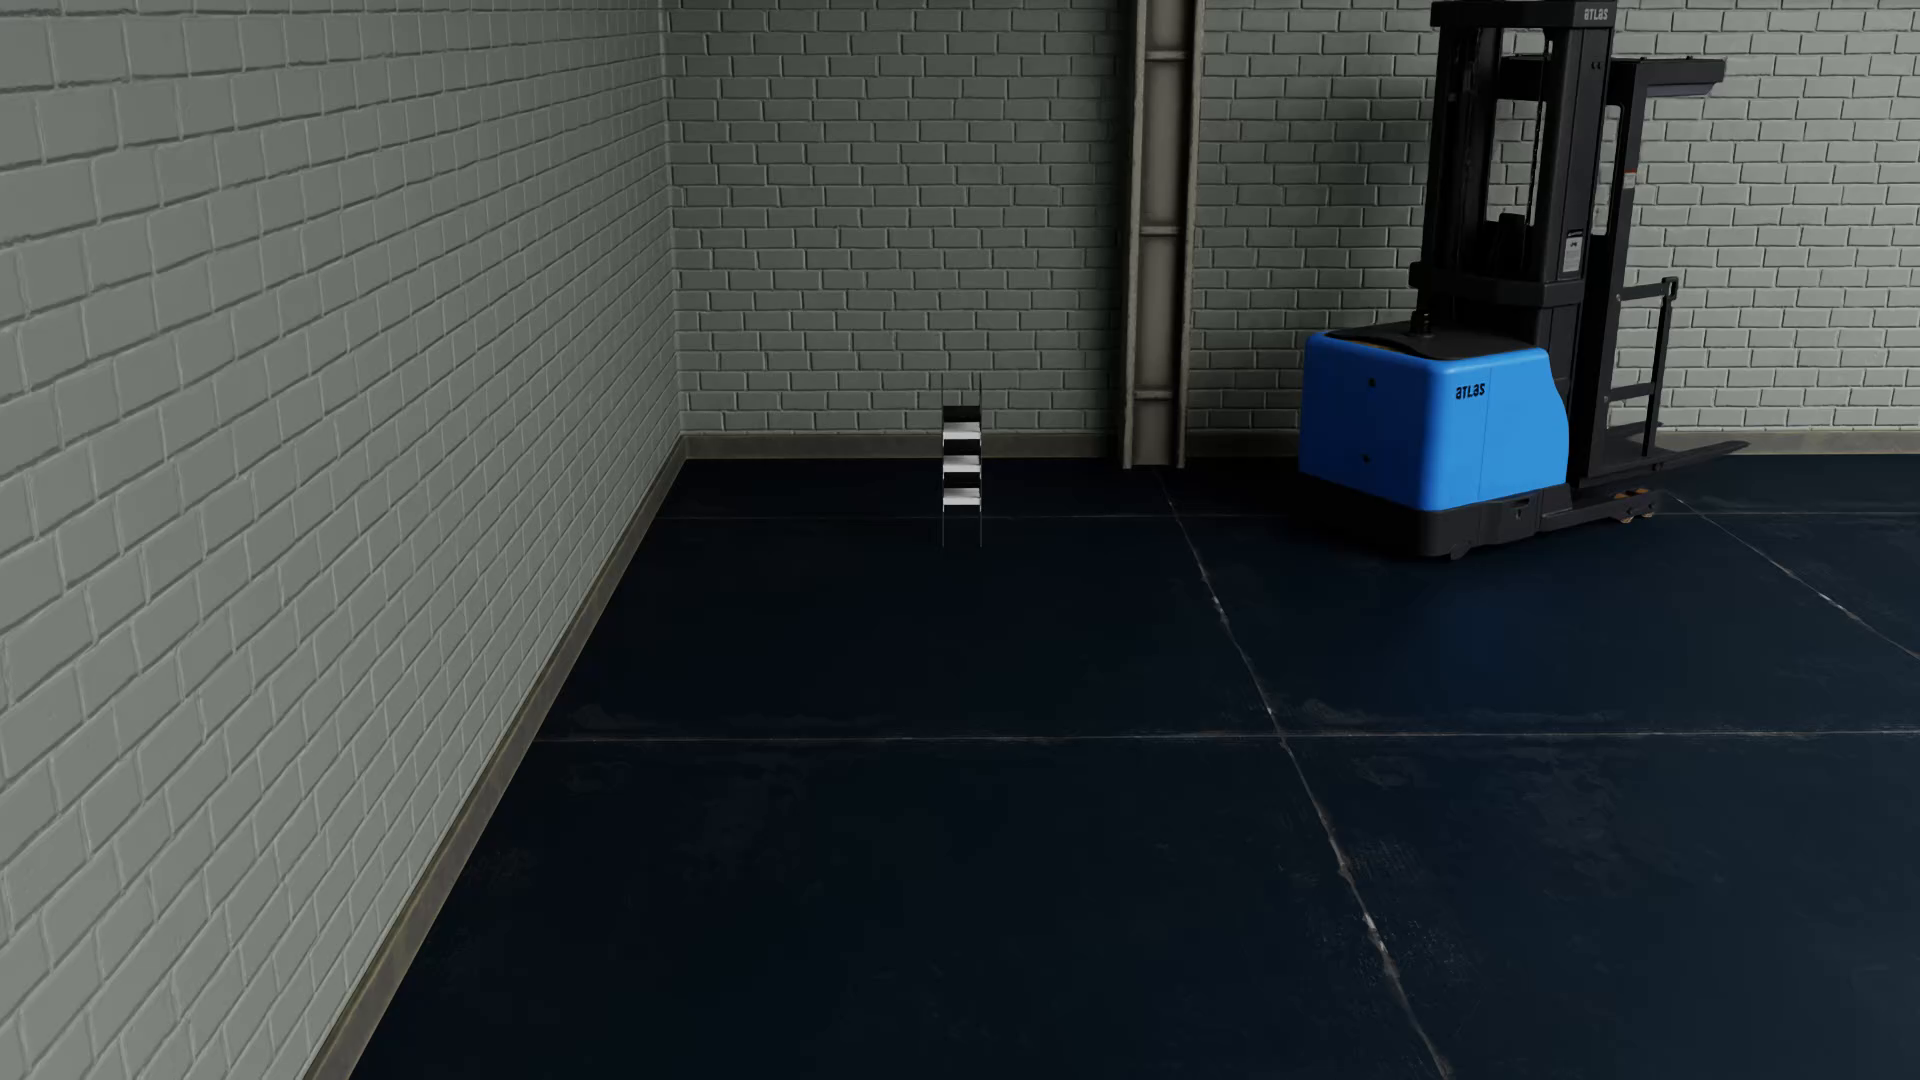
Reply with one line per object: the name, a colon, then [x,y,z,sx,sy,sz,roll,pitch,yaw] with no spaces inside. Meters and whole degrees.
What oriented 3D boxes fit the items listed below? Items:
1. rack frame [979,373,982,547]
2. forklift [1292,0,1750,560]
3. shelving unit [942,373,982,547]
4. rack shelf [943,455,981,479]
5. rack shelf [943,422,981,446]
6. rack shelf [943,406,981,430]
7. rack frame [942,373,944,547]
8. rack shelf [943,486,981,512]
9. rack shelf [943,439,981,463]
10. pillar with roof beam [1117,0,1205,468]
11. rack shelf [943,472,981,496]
rack frame: [0.110,-0.429,8.912,0.006,0.900,0.240,0,18,-1]
forklift: [3.378,-1.612,9.275,3.031,2.935,1.130,-11,21,-31]
shelving unit: [0.008,-0.429,8.910,0.210,0.900,0.258,0,18,-1]
rack shelf: [0.008,-0.397,8.920,0.200,0.077,0.258,0,18,-1]
rack shelf: [0.008,-0.568,8.865,0.200,0.077,0.258,0,18,-1]
rack shelf: [0.008,-0.654,8.838,0.200,0.077,0.258,0,18,-1]
rack frame: [-0.094,-0.428,8.909,0.006,0.900,0.240,0,18,-1]
rack shelf: [0.008,-0.225,8.975,0.200,0.077,0.258,0,18,-1]
rack shelf: [0.008,-0.482,8.893,0.200,0.077,0.258,0,18,-1]
pillar with roof beam: [1.283,-3.468,5.127,0.400,9.000,9.100,0,18,-1]
rack shelf: [0.008,-0.311,8.948,0.200,0.077,0.258,0,18,-1]
